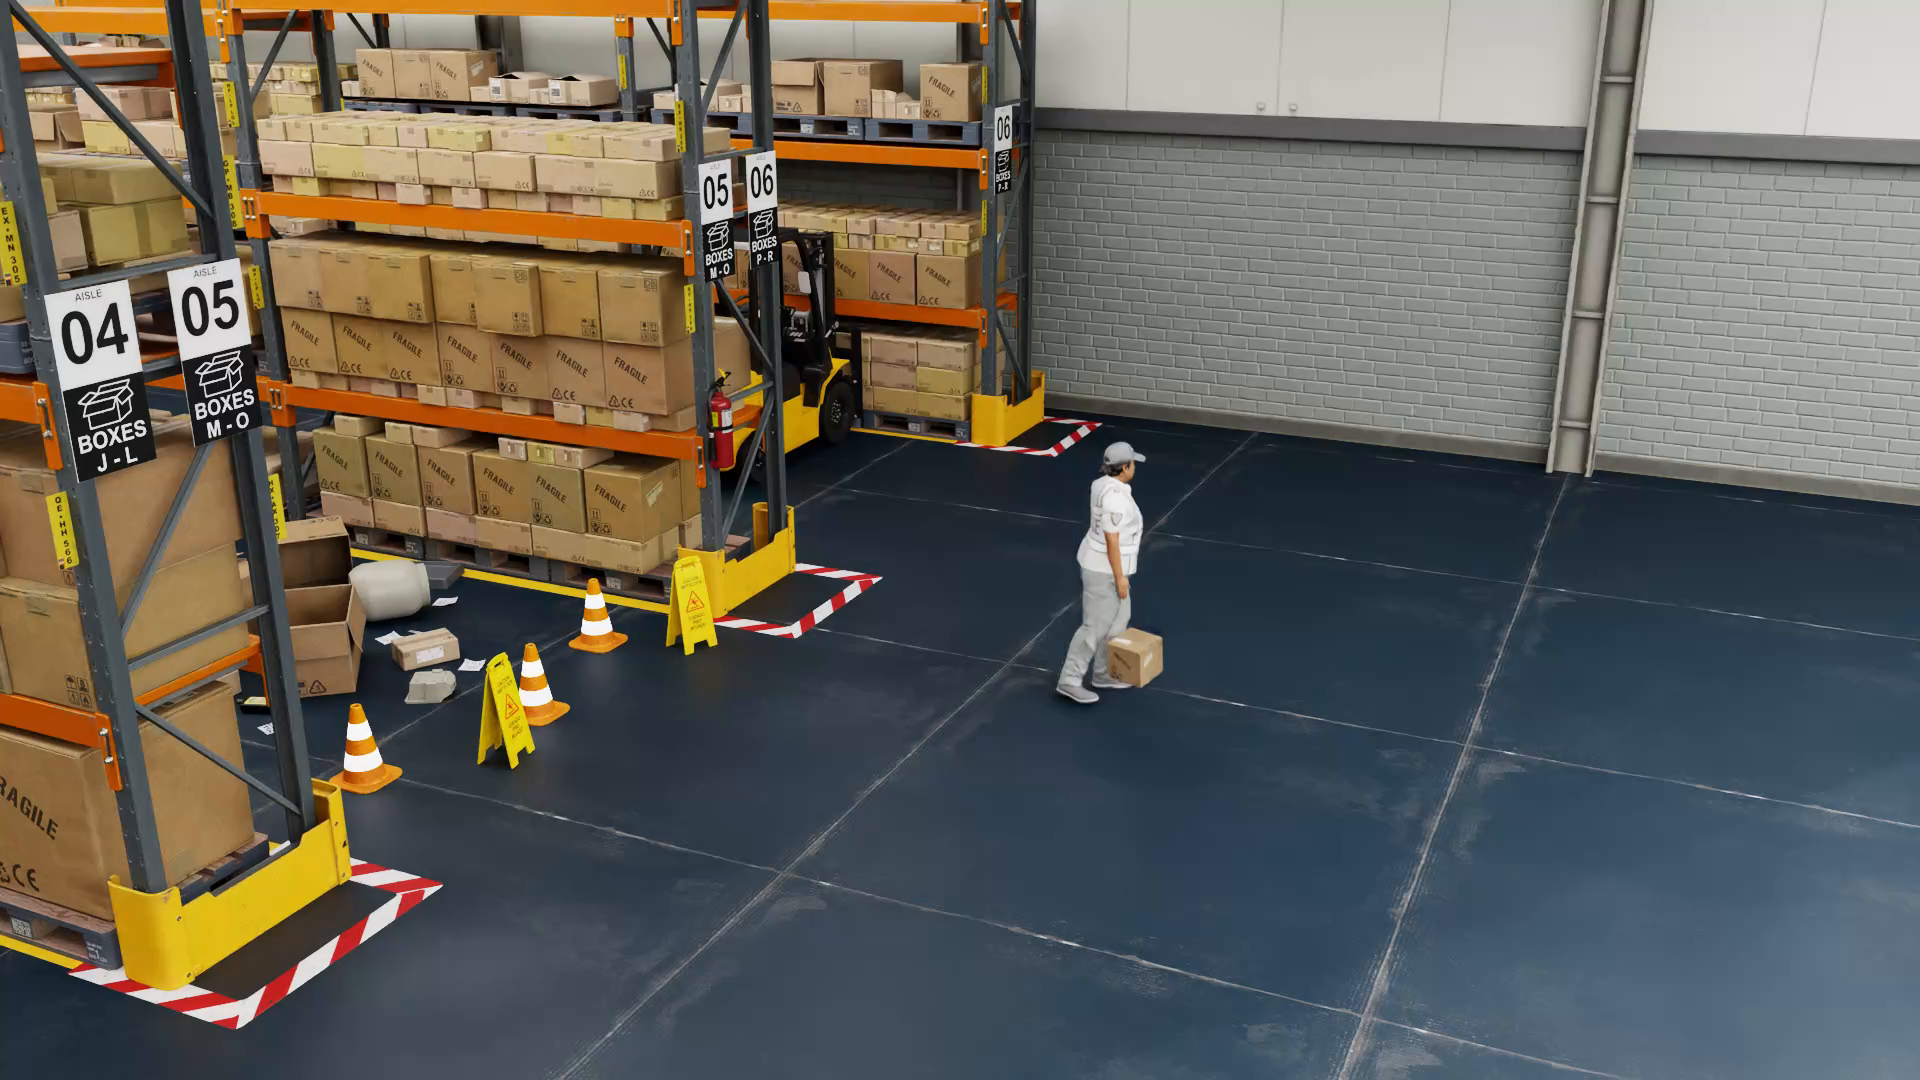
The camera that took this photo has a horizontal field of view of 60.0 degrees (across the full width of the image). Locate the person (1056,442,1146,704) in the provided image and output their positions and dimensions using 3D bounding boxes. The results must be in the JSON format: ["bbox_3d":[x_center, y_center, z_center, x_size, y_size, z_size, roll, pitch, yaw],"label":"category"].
[{"bbox_3d":[0.888,0.193,10.517,0.552,1.649,0.531,-1,19,-3],"label":"person"}]
